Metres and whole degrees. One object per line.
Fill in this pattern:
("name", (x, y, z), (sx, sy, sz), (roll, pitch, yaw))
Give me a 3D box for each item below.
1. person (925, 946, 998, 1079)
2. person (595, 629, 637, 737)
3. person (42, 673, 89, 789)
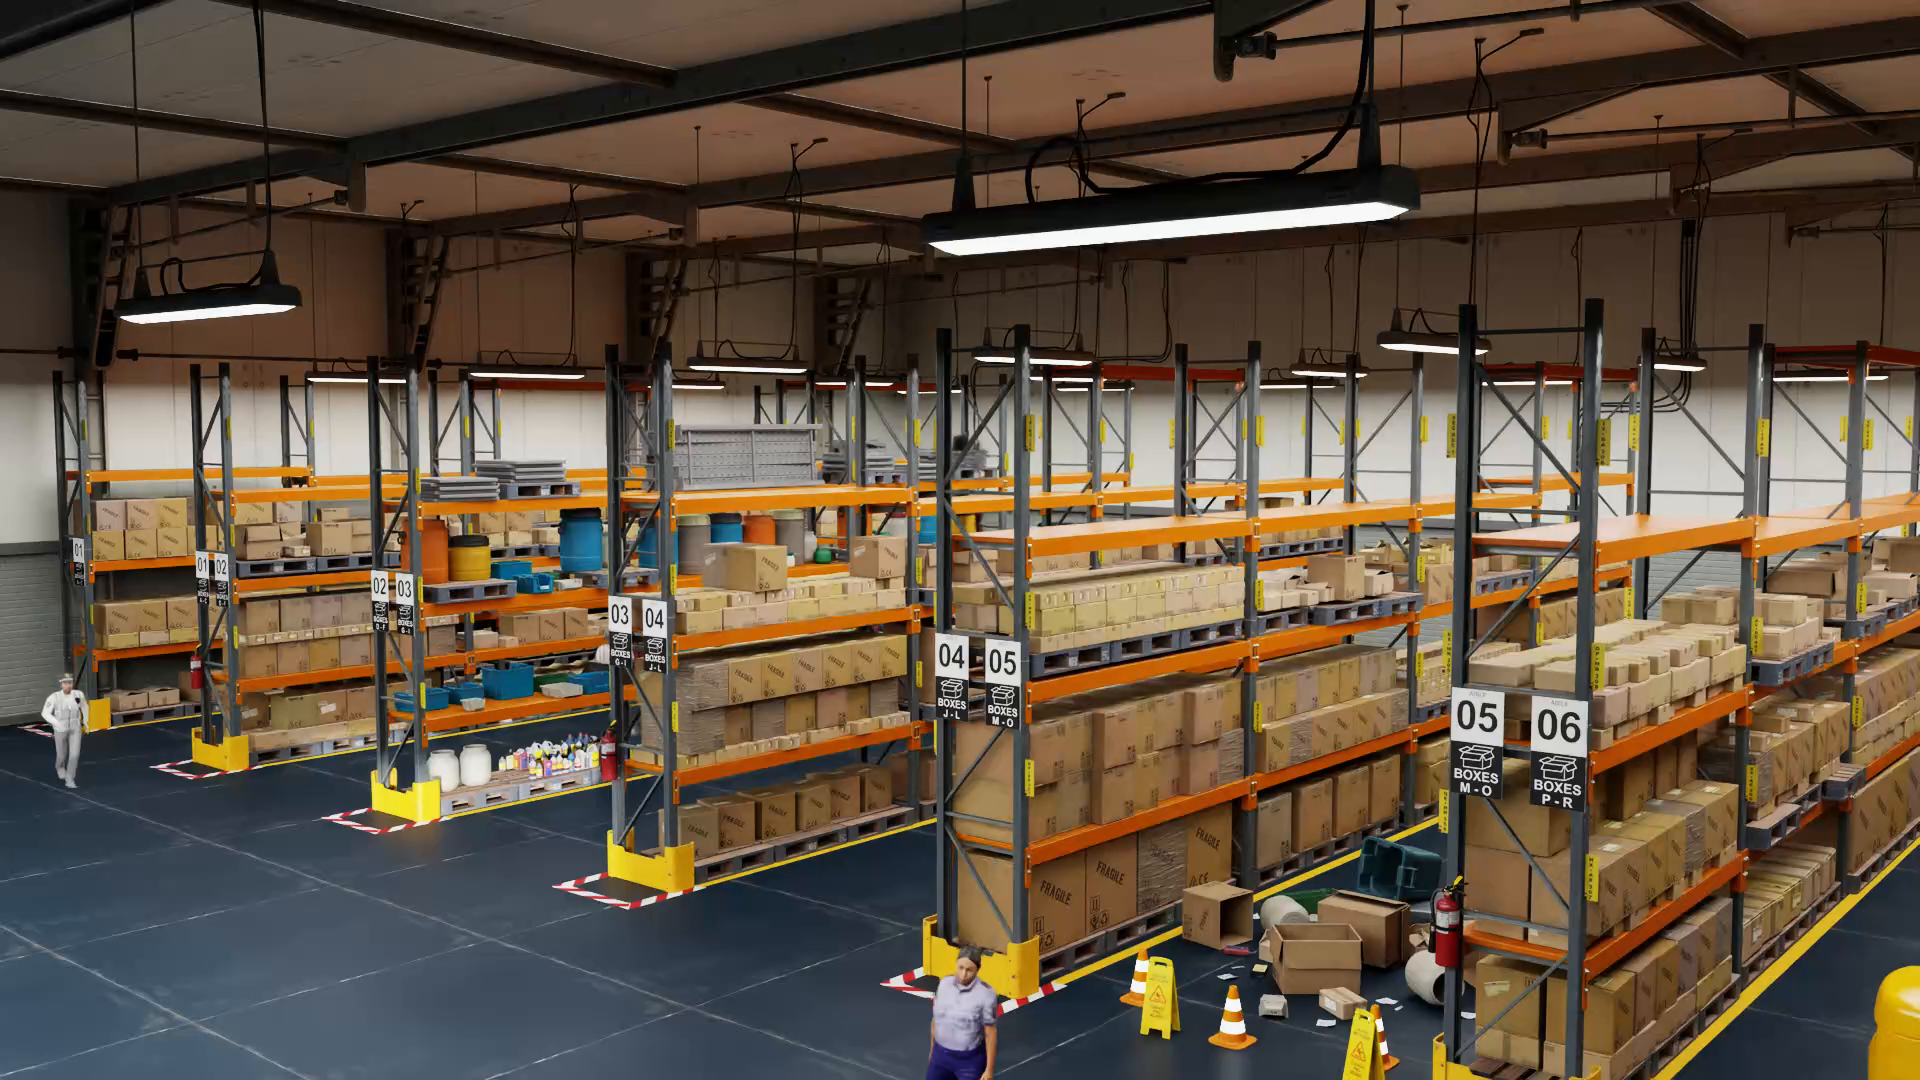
("person", (-0.011, 3.533, 11.352), (0.623, 1.630, 0.478), (2, 5, 28))
("person", (-5.657, 2.330, 27.286), (0.669, 1.776, 0.631), (0, 4, 0))
("person", (-12.620, 2.669, 23.481), (0.609, 1.639, 0.717), (-3, 5, -36))
